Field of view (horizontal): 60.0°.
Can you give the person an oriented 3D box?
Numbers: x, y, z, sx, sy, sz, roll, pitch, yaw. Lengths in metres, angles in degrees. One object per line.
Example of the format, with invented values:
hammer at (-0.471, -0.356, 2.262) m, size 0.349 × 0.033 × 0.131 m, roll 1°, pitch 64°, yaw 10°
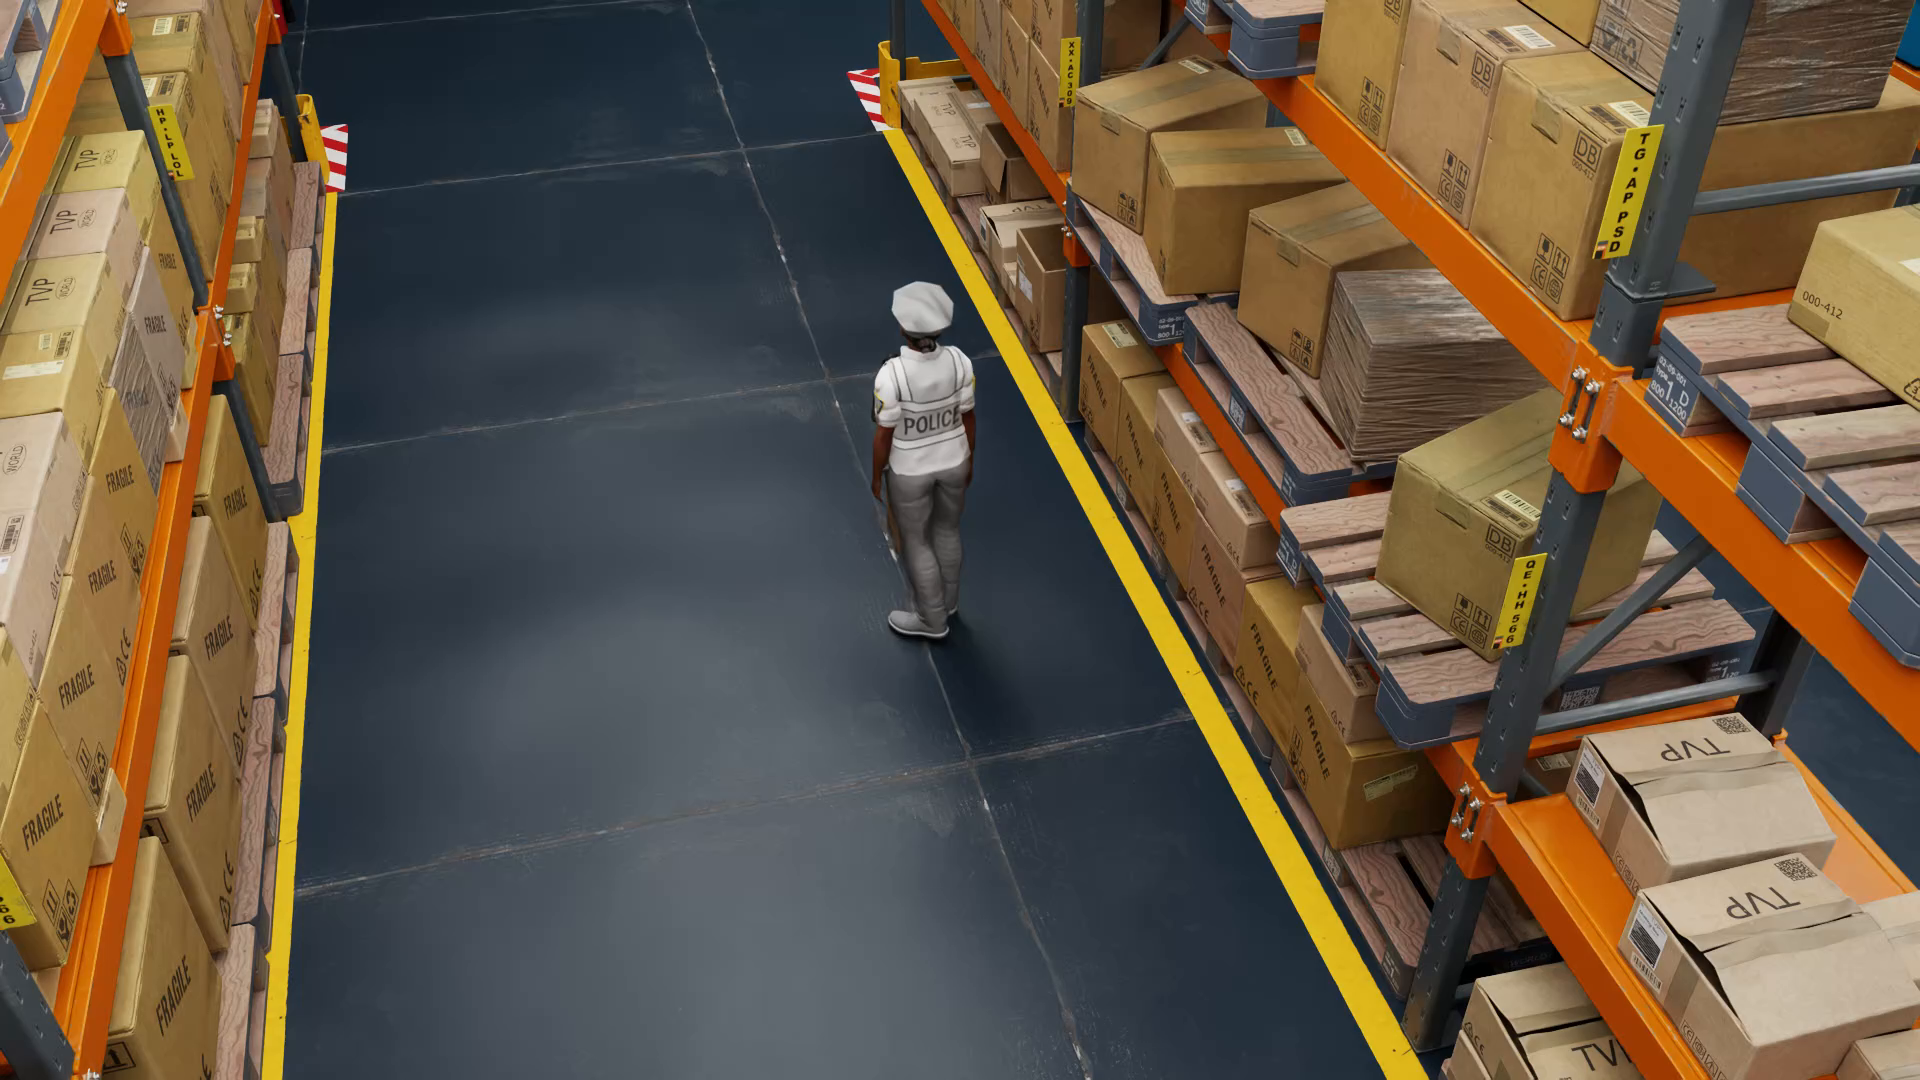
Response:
person at (-0.160, -0.325, 7.087) m, size 0.452 × 1.688 × 0.432 m, roll -16°, pitch 41°, yaw -19°
